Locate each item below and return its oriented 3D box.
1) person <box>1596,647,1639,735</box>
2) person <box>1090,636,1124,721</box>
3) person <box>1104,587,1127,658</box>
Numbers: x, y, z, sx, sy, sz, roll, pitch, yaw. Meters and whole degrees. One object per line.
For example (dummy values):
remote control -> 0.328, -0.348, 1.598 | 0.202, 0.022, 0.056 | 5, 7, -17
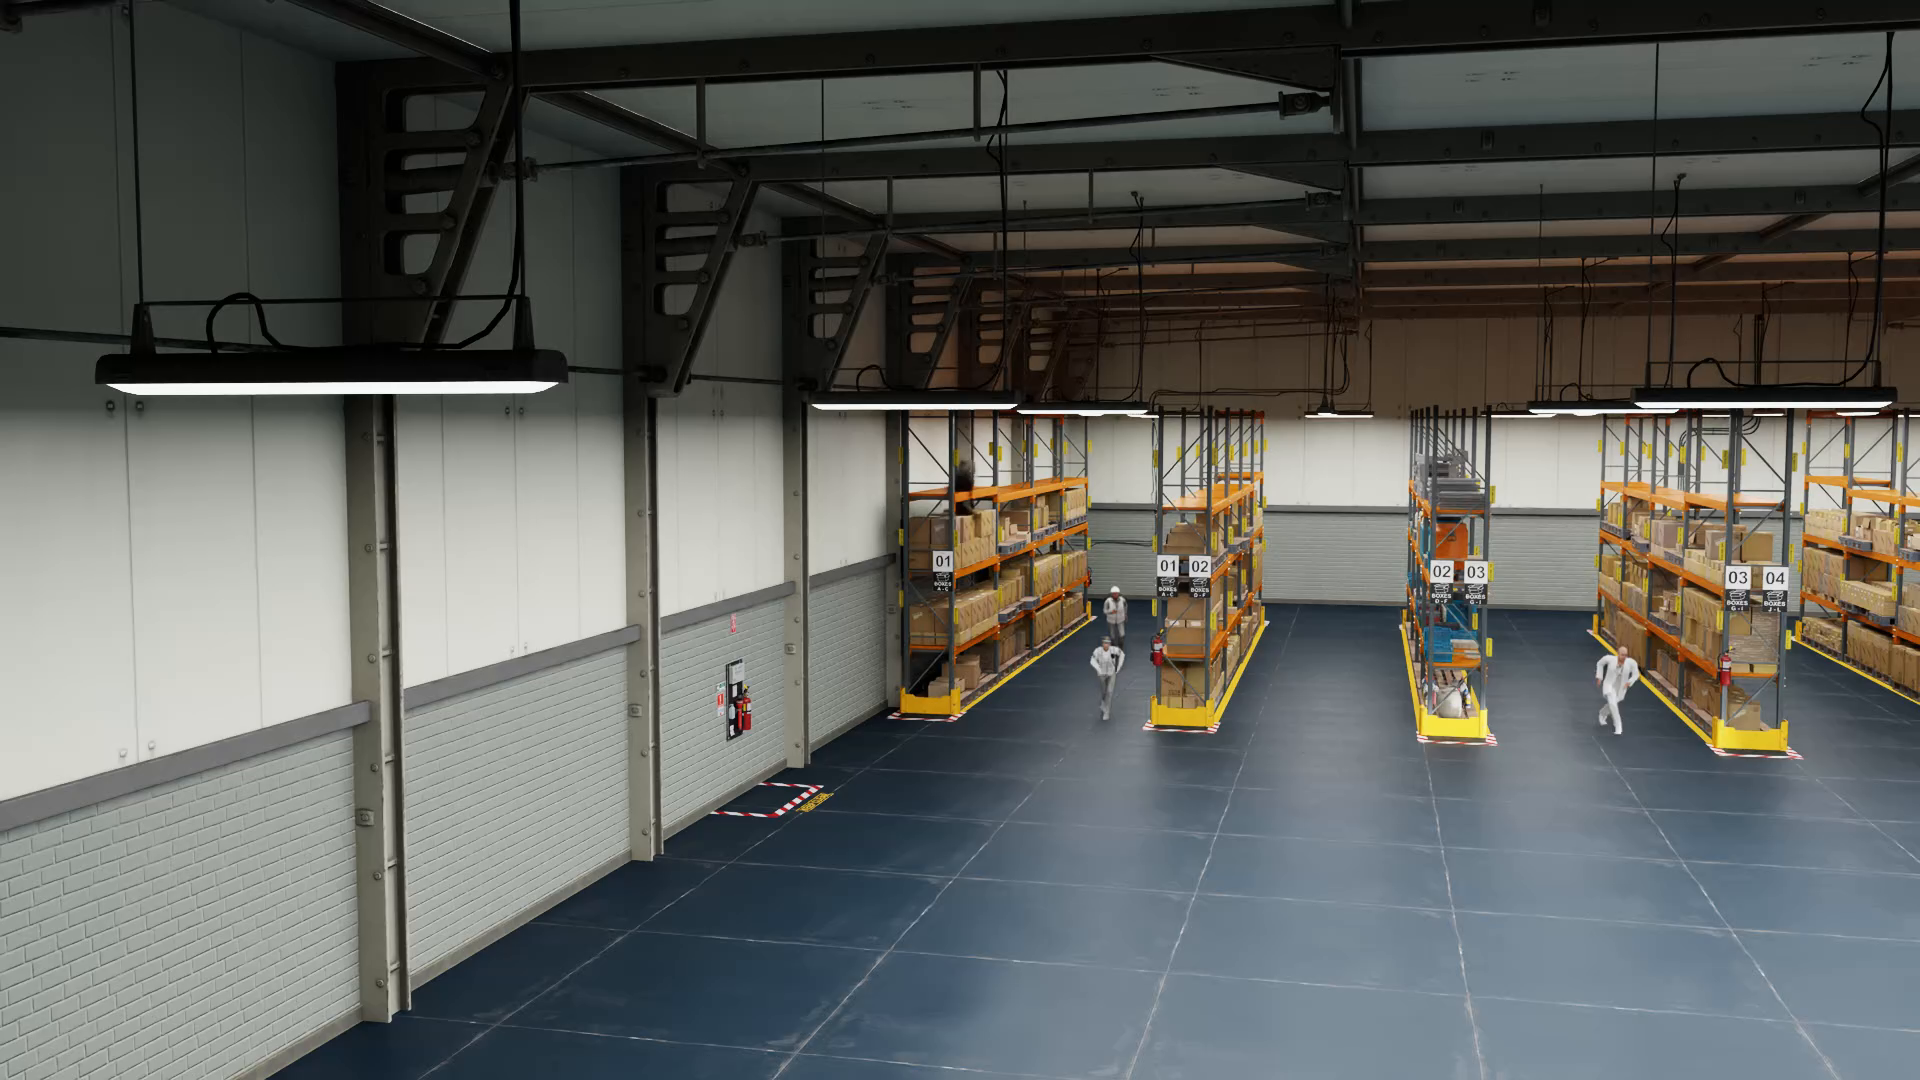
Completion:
person -> 12.094, 2.717, 30.725 | 0.707, 1.618, 1.102 | 0, 4, 6
person -> 2.844, 2.629, 32.202 | 0.659, 1.640, 0.983 | 0, 4, 0
person -> 3.760, 1.970, 40.211 | 0.582, 1.724, 0.962 | 0, 4, 1
